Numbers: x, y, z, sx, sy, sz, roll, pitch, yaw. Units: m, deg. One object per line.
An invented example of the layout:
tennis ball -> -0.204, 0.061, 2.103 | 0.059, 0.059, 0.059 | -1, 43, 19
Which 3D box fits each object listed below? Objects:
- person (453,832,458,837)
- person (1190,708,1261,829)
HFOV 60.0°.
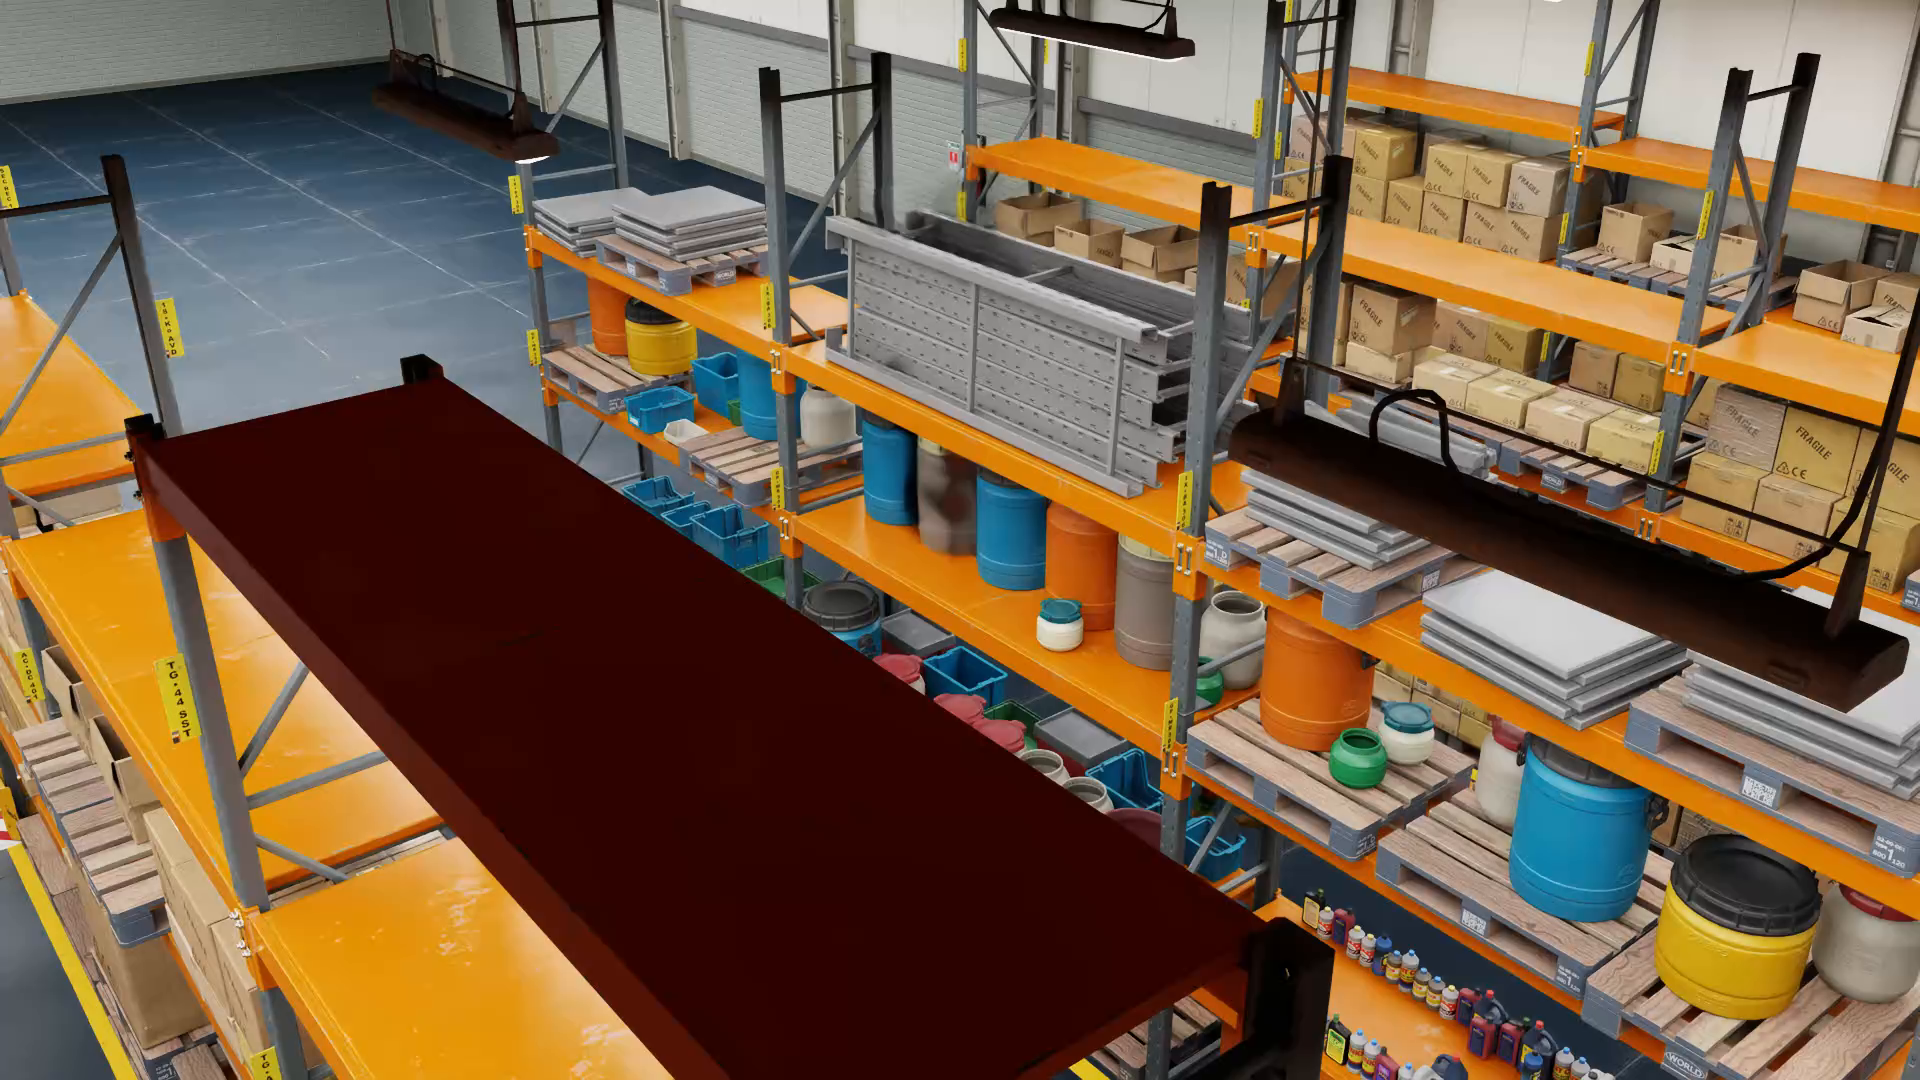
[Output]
person -> -3.911, 1.662, 12.151 | 0.775, 1.768, 0.650 | 18, 31, 33
person -> 2.048, 1.417, 12.678 | 0.600, 1.890, 0.799 | -23, 34, -39
